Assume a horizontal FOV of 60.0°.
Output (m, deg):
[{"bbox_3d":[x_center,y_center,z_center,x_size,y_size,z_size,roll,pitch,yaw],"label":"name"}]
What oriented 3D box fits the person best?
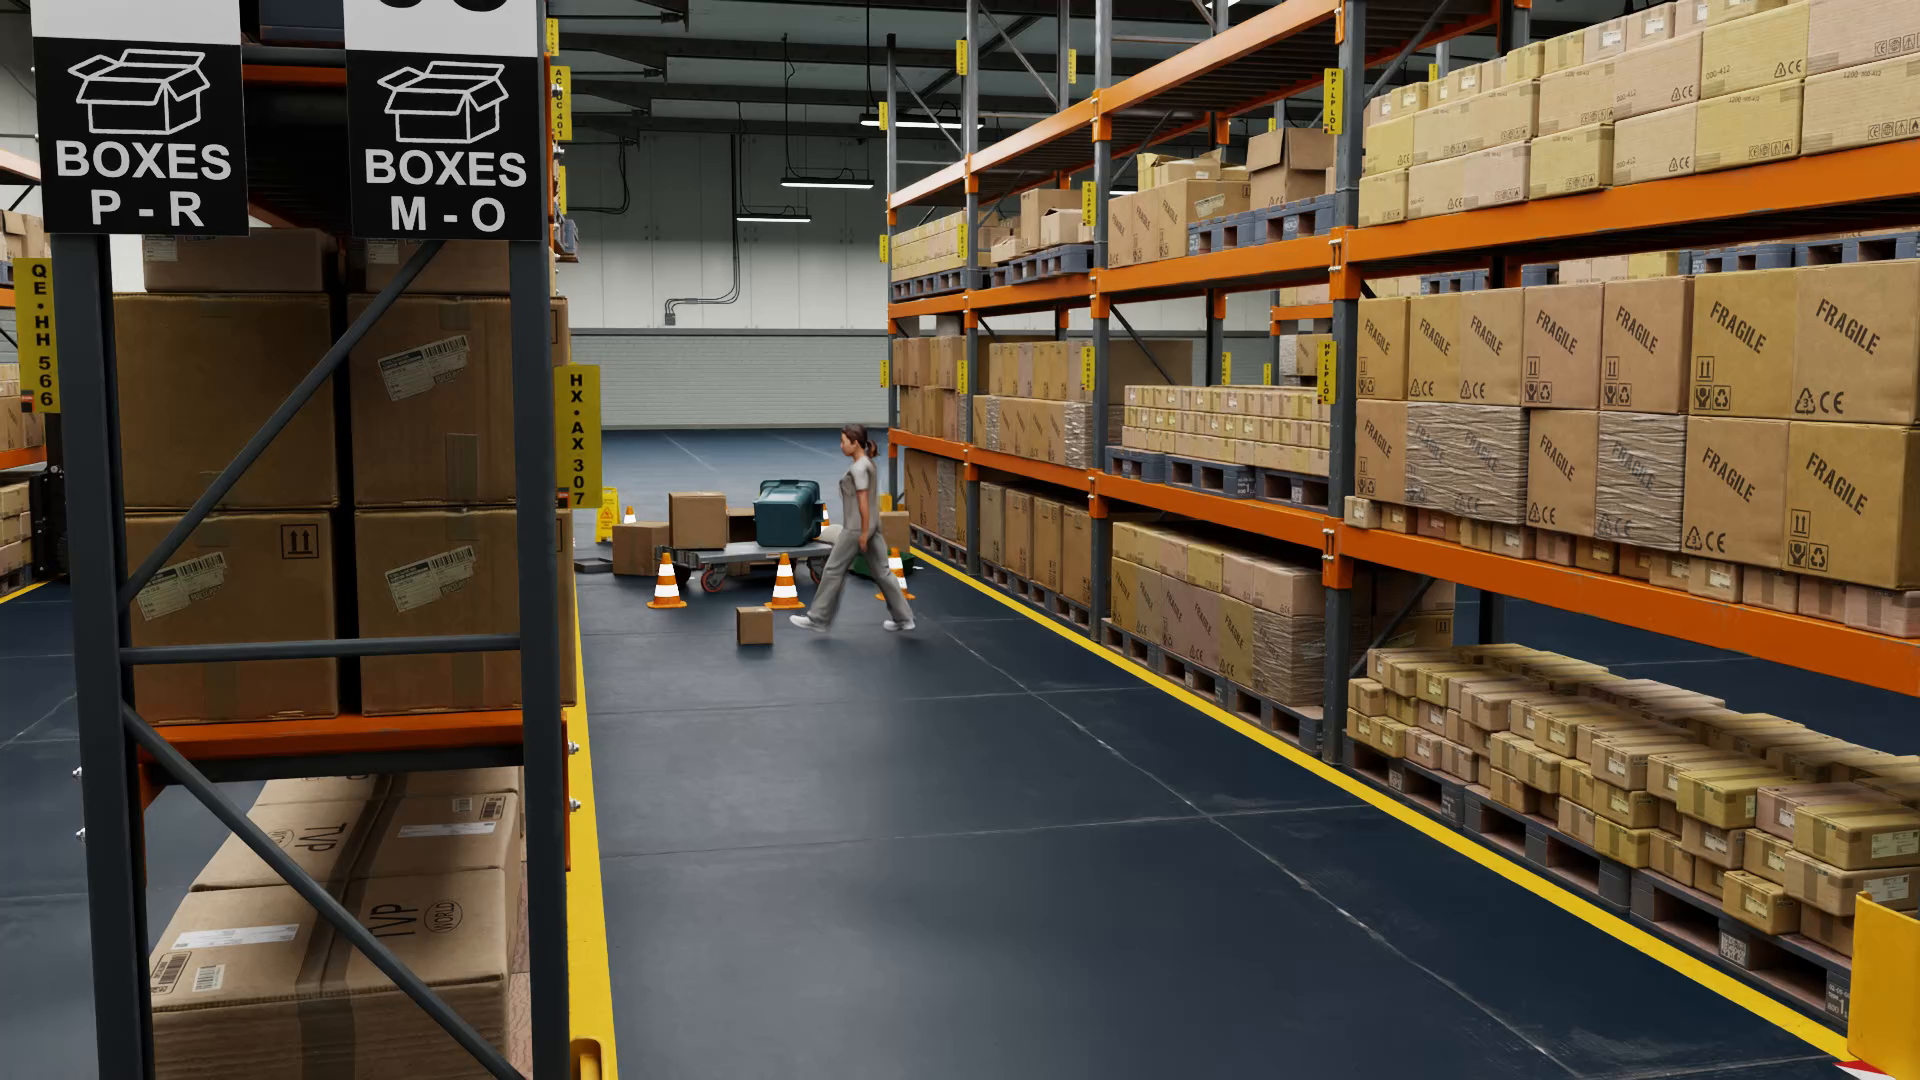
[{"bbox_3d":[-0.817,-0.093,12.902,0.959,1.630,0.436,2,6,16],"label":"person"}]
